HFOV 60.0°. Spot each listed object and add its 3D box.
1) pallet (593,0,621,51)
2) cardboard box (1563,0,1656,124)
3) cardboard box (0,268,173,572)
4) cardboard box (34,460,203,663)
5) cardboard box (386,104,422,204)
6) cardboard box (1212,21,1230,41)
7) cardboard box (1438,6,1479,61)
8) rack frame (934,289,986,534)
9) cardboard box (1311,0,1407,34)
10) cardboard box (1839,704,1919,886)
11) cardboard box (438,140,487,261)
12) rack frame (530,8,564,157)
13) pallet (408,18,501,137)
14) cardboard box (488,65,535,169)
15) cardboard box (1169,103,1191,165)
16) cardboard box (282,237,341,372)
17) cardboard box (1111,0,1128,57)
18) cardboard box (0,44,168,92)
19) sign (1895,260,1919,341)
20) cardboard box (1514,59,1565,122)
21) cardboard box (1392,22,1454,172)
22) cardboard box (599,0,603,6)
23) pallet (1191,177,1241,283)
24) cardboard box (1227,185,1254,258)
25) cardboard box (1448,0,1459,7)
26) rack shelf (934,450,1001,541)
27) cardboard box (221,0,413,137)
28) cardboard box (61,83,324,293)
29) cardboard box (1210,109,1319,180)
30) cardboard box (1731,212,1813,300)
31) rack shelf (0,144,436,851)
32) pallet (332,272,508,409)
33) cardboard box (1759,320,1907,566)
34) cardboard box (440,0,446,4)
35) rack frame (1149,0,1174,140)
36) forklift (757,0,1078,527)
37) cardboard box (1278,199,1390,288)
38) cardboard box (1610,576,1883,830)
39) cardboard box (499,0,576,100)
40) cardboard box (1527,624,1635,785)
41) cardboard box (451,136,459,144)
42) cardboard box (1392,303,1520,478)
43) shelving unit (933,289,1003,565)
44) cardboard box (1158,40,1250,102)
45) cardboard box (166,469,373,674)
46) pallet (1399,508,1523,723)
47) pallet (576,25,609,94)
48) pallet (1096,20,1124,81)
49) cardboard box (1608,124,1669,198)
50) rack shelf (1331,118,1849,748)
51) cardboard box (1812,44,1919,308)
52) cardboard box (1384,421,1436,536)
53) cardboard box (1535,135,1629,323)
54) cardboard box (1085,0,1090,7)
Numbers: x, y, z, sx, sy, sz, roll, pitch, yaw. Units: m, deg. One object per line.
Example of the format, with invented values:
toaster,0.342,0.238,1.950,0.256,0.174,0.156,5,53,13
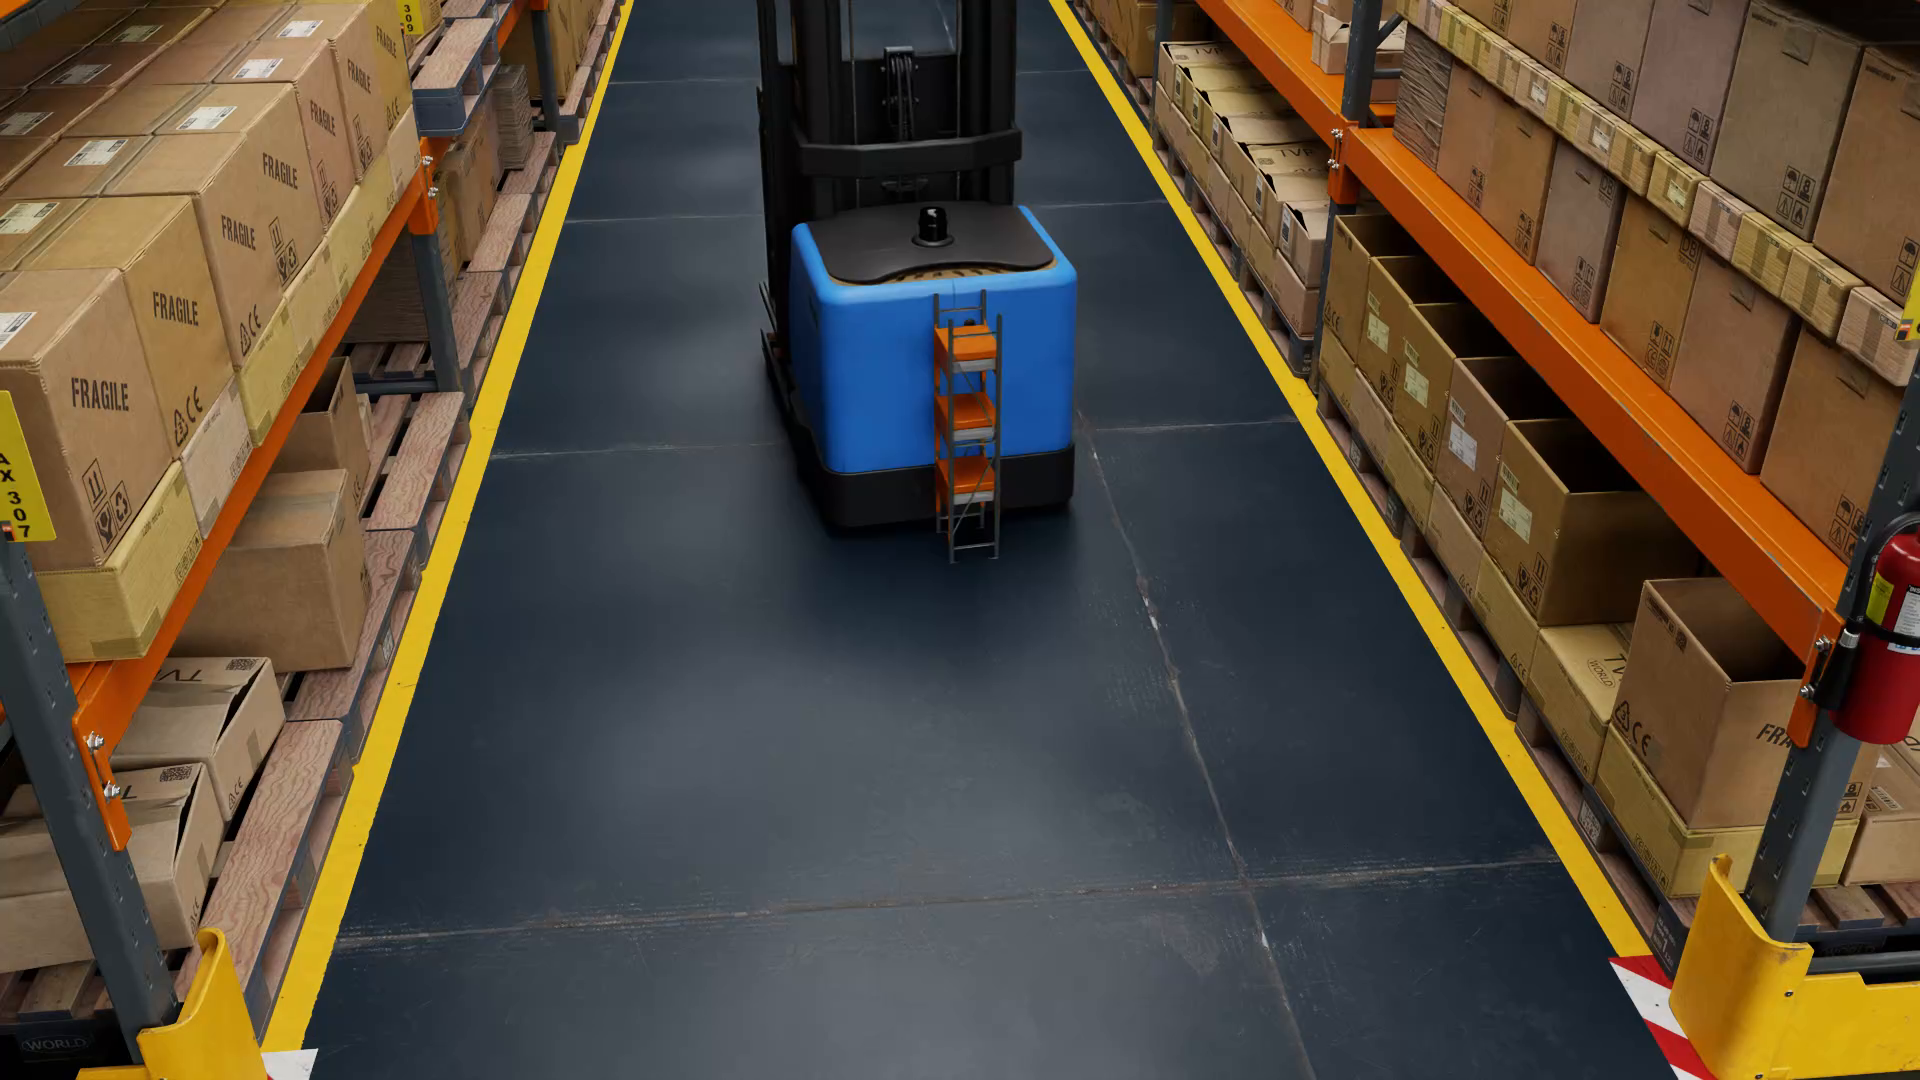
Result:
pallet,-3.357,-4.280,13.709,1.003,0.211,1.213,-3,31,-5
cardboard box,2.364,-1.627,5.186,0.700,0.500,0.500,-3,31,-5
cardboard box,-2.128,-0.265,3.664,0.500,0.500,0.500,-3,31,-5
cardboard box,-2.112,0.051,3.867,0.500,0.250,0.500,-4,31,-6
cardboard box,-2.411,-1.500,6.463,0.500,0.250,0.500,-3,31,-4
cardboard box,2.043,-3.426,11.569,0.500,0.500,0.500,-1,31,-2
cardboard box,2.057,-1.937,6.338,0.380,0.149,0.250,-4,31,-6
rack frame,0.001,-0.487,6.541,0.200,1.050,0.008,-7,32,-11
cardboard box,2.070,-2.727,8.293,0.500,0.500,0.500,-1,31,-1
cardboard box,2.720,0.736,4.865,0.500,0.250,0.500,-3,31,-5
cardboard box,-2.948,-1.797,8.843,0.700,0.500,0.500,-2,31,-4
rack frame,-3.130,-3.825,10.229,1.000,3.000,0.127,-3,31,-5
pallet,-2.683,-2.098,7.524,1.003,0.211,1.213,-3,31,-5
cardboard box,-3.011,-2.576,10.146,0.700,0.500,0.500,-2,31,-4
cardboard box,1.606,-2.526,10.326,0.500,0.250,0.500,-4,31,-6
cardboard box,-2.262,-0.732,5.177,0.500,0.250,0.500,-2,31,-4
cardboard box,1.432,-3.911,12.380,0.500,0.500,0.500,-4,31,-6
cardboard box,-2.835,-1.280,5.363,0.500,0.500,0.500,-2,31,-3
sign,2.007,-0.560,3.402,0.100,0.325,0.005,-3,31,-5
cardboard box,2.132,-1.539,5.672,0.380,0.149,0.250,-4,31,-6
cardboard box,2.223,-1.839,6.806,0.700,0.500,0.500,-4,31,-6
cardboard box,-3.314,-4.799,13.546,0.750,0.750,0.750,-2,31,-4
pallet,1.950,-1.824,9.597,1.003,0.211,1.213,-3,31,-5
cardboard box,1.754,-1.739,9.009,0.500,0.250,0.500,-2,31,-3
cardboard box,2.223,-2.396,6.473,0.700,0.500,0.500,-3,31,-4
rack shelf,0.028,-0.178,6.587,0.215,0.259,0.240,-7,32,-11
cardboard box,-2.405,-1.822,6.271,0.500,0.500,0.500,-3,31,-5
cardboard box,-2.267,-1.045,4.970,0.500,0.500,0.500,-2,31,-3
cardboard box,1.709,-2.233,9.288,0.500,0.311,0.500,-3,31,-5
cardboard box,2.274,-0.751,4.353,0.380,0.149,0.250,-3,31,-5
rack shelf,-2.570,-0.453,5.285,1.077,0.370,4.000,-3,31,-5
pallet,-2.831,-0.983,8.190,1.003,0.211,1.213,-3,31,-5
cardboard box,2.518,-0.262,4.166,0.700,0.500,0.500,-3,31,-5
cardboard box,-2.908,-2.896,8.148,0.700,0.500,0.500,1,31,2
rack frame,1.801,-4.064,10.629,1.000,3.000,0.127,-3,31,-5
forklift,-0.356,-2.055,7.332,1.130,2.935,3.031,-7,32,-11
cardboard box,1.852,-1.456,7.987,0.500,0.311,0.500,-3,31,-5
cardboard box,2.202,0.439,4.631,0.500,0.500,0.500,-3,31,-5
cardboard box,-3.068,-3.464,11.311,0.750,0.750,0.750,-3,31,-5
cardboard box,2.146,0.506,5.250,0.500,0.250,0.500,-3,31,-5
cardboard box,-2.967,-2.341,9.022,0.500,0.250,0.500,-3,31,-5
cardboard box,2.000,-0.582,6.339,0.500,0.500,0.500,-3,31,-5
shelving unit,0.028,-0.426,6.439,0.215,1.050,0.252,-7,32,-11
cardboard box,1.558,-3.023,10.612,0.500,0.311,0.500,-2,31,-3
cardboard box,-2.430,0.118,5.636,0.700,0.500,0.500,-5,31,-8
pallet,2.325,0.207,6.197,1.003,0.211,1.213,-3,31,-5
pallet,-3.240,-3.656,12.664,1.003,0.211,1.213,-3,31,-5
pallet,1.658,-3.872,13.026,1.003,0.211,1.213,-3,31,-5
cardboard box,2.201,-1.148,5.017,0.380,0.149,0.250,-2,31,-3
rack shelf,2.362,-0.692,5.685,1.077,0.370,4.000,-3,31,-5
cardboard box,2.513,-0.846,3.878,0.700,0.500,0.500,-3,31,-4
cardboard box,2.000,-0.260,6.531,0.500,0.250,0.500,-3,31,-5
cardboard box,2.371,-1.052,5.489,0.700,0.500,0.500,-2,31,-3
cardboard box,1.291,-4.692,13.688,0.500,0.500,0.500,-2,31,-4
